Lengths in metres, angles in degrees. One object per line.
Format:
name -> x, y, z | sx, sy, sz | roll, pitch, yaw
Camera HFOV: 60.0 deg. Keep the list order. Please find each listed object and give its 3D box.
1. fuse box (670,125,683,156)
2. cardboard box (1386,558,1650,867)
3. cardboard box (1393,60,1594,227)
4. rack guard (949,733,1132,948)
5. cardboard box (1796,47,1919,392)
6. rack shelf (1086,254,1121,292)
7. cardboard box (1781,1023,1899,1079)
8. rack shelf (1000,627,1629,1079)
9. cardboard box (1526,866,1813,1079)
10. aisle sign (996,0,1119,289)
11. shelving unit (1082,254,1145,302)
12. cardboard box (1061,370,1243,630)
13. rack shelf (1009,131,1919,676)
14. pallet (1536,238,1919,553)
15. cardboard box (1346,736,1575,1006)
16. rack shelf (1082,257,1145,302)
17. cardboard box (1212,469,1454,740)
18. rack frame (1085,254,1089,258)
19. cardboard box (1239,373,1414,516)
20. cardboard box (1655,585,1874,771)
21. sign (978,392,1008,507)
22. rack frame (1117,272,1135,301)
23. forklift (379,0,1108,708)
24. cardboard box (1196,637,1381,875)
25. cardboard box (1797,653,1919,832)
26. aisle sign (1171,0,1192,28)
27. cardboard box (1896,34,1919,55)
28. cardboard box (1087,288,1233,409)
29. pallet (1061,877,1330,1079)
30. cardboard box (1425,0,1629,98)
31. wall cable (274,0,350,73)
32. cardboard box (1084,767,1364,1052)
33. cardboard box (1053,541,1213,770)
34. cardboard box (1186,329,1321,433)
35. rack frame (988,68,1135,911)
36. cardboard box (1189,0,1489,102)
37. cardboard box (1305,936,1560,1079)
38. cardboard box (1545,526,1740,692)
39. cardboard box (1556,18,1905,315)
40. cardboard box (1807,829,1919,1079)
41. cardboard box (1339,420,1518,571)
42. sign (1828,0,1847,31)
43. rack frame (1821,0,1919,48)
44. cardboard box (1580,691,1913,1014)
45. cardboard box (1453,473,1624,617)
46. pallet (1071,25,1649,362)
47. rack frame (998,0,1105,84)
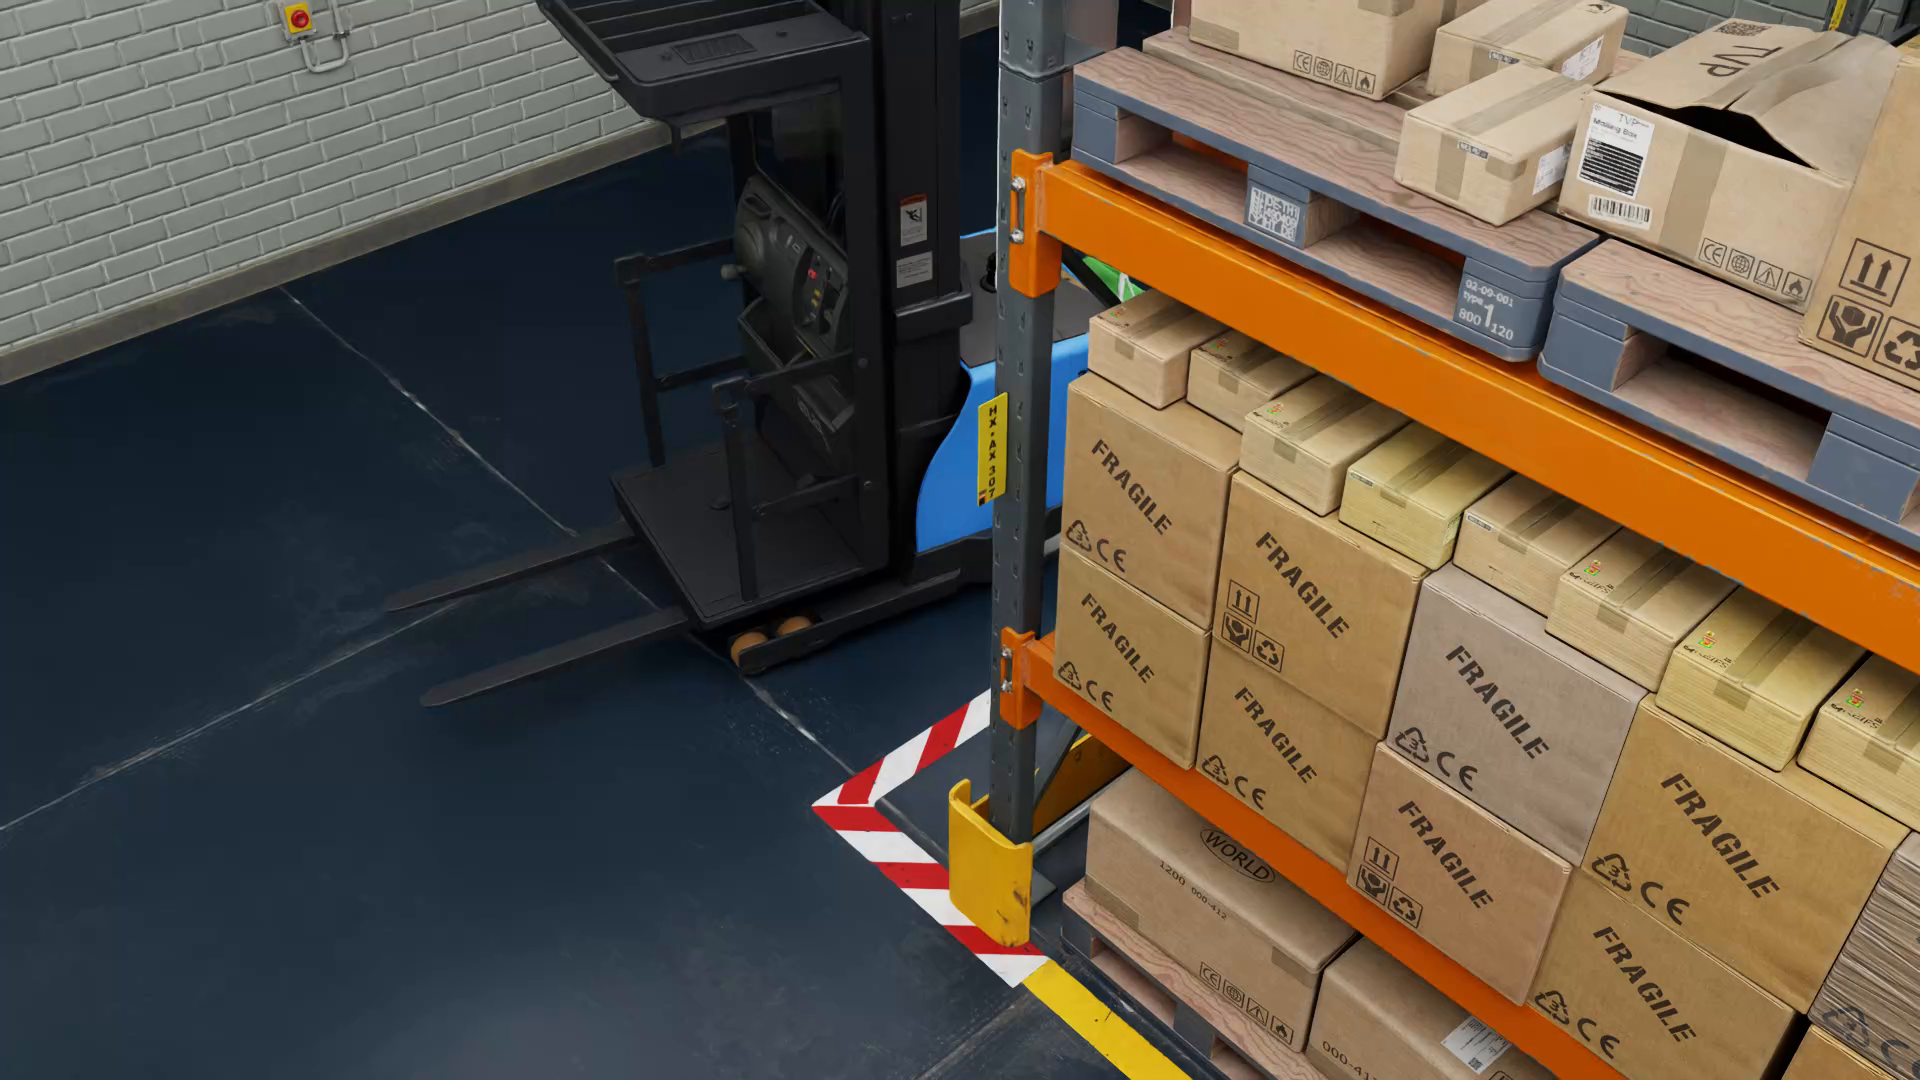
fuse box -> -1.686, -3.026, 9.635 | 0.539, 1.711, 0.414 | -30, 48, -32
cardboard box -> 1.322, 0.284, 3.636 | 0.500, 0.500, 0.500 | -30, 48, -32
cardboard box -> 1.065, -0.773, 3.219 | 0.380, 0.149, 0.250 | -28, 47, -30
rack guard -> 0.483, 0.859, 5.789 | 1.175, 0.500, 0.348 | -30, 48, -32
cardboard box -> 1.752, -0.514, 2.619 | 0.500, 0.500, 0.500 | -29, 47, -31
rack shelf -> 0.634, -1.265, 7.187 | 0.258, 0.148, 0.480 | -20, 43, -29
cardboard box -> 1.999, 1.141, 3.370 | 0.500, 0.500, 0.500 | -31, 48, -32
rack shelf -> 1.852, 1.103, 4.070 | 1.077, 0.370, 4.000 | -30, 48, -32
cardboard box -> 1.657, 0.893, 3.678 | 0.500, 0.500, 0.500 | -28, 47, -30
aisle sign -> 0.237, -1.024, 4.062 | 0.394, 0.787, 0.004 | -30, 48, -32
shelving unit -> 0.612, -0.932, 7.437 | 0.258, 1.200, 0.503 | -20, 43, -29
cardboard box -> 0.614, -0.187, 4.219 | 0.500, 0.500, 0.500 | -31, 48, -33
rack shelf -> 1.852, -0.064, 3.127 | 1.077, 0.370, 4.000 | -30, 48, -32
pallet -> 1.838, -0.332, 2.956 | 1.003, 0.211, 1.213 | -30, 48, -32
cardboard box -> 1.305, 0.668, 3.956 | 0.500, 0.500, 0.500 | -30, 48, -32
rack shelf -> 0.621, -1.073, 7.331 | 0.258, 0.148, 0.480 | -20, 43, -29
cardboard box -> 0.968, 0.049, 3.927 | 0.500, 0.500, 0.500 | -31, 48, -33
rack frame -> 0.474, -1.059, 7.593 | 0.240, 1.200, 0.015 | -20, 43, -29
cardboard box -> 0.856, -0.241, 3.769 | 0.380, 0.149, 0.250 | -28, 47, -31
cardboard box -> 1.553, 0.235, 3.181 | 0.380, 0.149, 0.250 | -31, 48, -33
sign -> 0.086, -0.237, 4.404 | 0.100, 0.325, 0.005 | -30, 48, -32
rack frame -> 0.750, -0.806, 7.280 | 0.240, 1.200, 0.015 | -20, 43, -29
forklift -> -0.814, -0.990, 6.143 | 3.031, 2.935, 1.130 | -19, 43, -22
cardboard box -> 0.975, 0.425, 4.257 | 0.500, 0.500, 0.500 | -31, 48, -32
cardboard box -> 1.766, 0.335, 3.056 | 0.380, 0.149, 0.250 | -30, 48, -32
aisle sign -> 0.679, -1.279, 4.377 | 0.394, 0.787, 0.004 | -30, 48, -32
cardboard box -> 4.261, -1.947, 7.156 | 0.500, 0.250, 0.500 | -30, 47, -32
cardboard box -> 0.535, -0.501, 4.091 | 0.380, 0.149, 0.250 | -29, 47, -31
pallet -> 1.097, 1.319, 5.449 | 1.003, 0.211, 1.213 | -30, 48, -32
cardboard box -> 1.212, -1.044, 3.554 | 0.250, 0.149, 0.380 | 30, 48, 32
wall cable -> -3.332, -3.110, 7.880 | 0.585, 1.953, 0.123 | -30, 48, -32
cardboard box -> 1.019, 0.994, 5.337 | 0.875, 0.438, 0.875 | -32, 49, -33
cardboard box -> 0.612, 0.202, 4.532 | 0.500, 0.500, 0.500 | -30, 48, -32
cardboard box -> 0.765, -0.410, 3.979 | 0.380, 0.149, 0.250 | -29, 47, -31
rack frame -> 0.499, -0.103, 4.990 | 1.000, 3.000, 0.127 | -30, 48, -32
cardboard box -> 0.870, -1.244, 3.721 | 0.500, 0.250, 0.500 | 30, 47, 31
cardboard box -> 1.644, 1.414, 4.817 | 0.875, 0.438, 0.875 | -29, 47, -31
cardboard box -> 1.402, 0.106, 3.340 | 0.380, 0.149, 0.250 | -30, 47, -31
cardboard box -> 1.474, -0.723, 3.028 | 0.500, 0.311, 0.500 | -29, 47, -31
cardboard box -> 1.993, 0.750, 3.059 | 0.500, 0.500, 0.500 | -29, 47, -31
cardboard box -> 1.047, -0.127, 3.628 | 0.380, 0.149, 0.250 | -32, 49, -33
sign -> 3.753, -2.320, 7.046 | 0.100, 0.325, 0.005 | -30, 48, -32
rack frame -> 4.153, -2.214, 7.604 | 1.000, 3.000, 0.127 | -30, 48, -32
cardboard box -> 1.660, 0.514, 3.351 | 0.500, 0.500, 0.500 | -30, 48, -32
cardboard box -> 1.264, -0.028, 3.505 | 0.380, 0.149, 0.250 | -29, 47, -31
pallet -> 1.008, -0.896, 3.656 | 1.003, 0.211, 1.213 | -30, 48, -32
rack frame -> 0.499, -2.437, 3.105 | 1.000, 3.000, 0.127 | -30, 48, -32
